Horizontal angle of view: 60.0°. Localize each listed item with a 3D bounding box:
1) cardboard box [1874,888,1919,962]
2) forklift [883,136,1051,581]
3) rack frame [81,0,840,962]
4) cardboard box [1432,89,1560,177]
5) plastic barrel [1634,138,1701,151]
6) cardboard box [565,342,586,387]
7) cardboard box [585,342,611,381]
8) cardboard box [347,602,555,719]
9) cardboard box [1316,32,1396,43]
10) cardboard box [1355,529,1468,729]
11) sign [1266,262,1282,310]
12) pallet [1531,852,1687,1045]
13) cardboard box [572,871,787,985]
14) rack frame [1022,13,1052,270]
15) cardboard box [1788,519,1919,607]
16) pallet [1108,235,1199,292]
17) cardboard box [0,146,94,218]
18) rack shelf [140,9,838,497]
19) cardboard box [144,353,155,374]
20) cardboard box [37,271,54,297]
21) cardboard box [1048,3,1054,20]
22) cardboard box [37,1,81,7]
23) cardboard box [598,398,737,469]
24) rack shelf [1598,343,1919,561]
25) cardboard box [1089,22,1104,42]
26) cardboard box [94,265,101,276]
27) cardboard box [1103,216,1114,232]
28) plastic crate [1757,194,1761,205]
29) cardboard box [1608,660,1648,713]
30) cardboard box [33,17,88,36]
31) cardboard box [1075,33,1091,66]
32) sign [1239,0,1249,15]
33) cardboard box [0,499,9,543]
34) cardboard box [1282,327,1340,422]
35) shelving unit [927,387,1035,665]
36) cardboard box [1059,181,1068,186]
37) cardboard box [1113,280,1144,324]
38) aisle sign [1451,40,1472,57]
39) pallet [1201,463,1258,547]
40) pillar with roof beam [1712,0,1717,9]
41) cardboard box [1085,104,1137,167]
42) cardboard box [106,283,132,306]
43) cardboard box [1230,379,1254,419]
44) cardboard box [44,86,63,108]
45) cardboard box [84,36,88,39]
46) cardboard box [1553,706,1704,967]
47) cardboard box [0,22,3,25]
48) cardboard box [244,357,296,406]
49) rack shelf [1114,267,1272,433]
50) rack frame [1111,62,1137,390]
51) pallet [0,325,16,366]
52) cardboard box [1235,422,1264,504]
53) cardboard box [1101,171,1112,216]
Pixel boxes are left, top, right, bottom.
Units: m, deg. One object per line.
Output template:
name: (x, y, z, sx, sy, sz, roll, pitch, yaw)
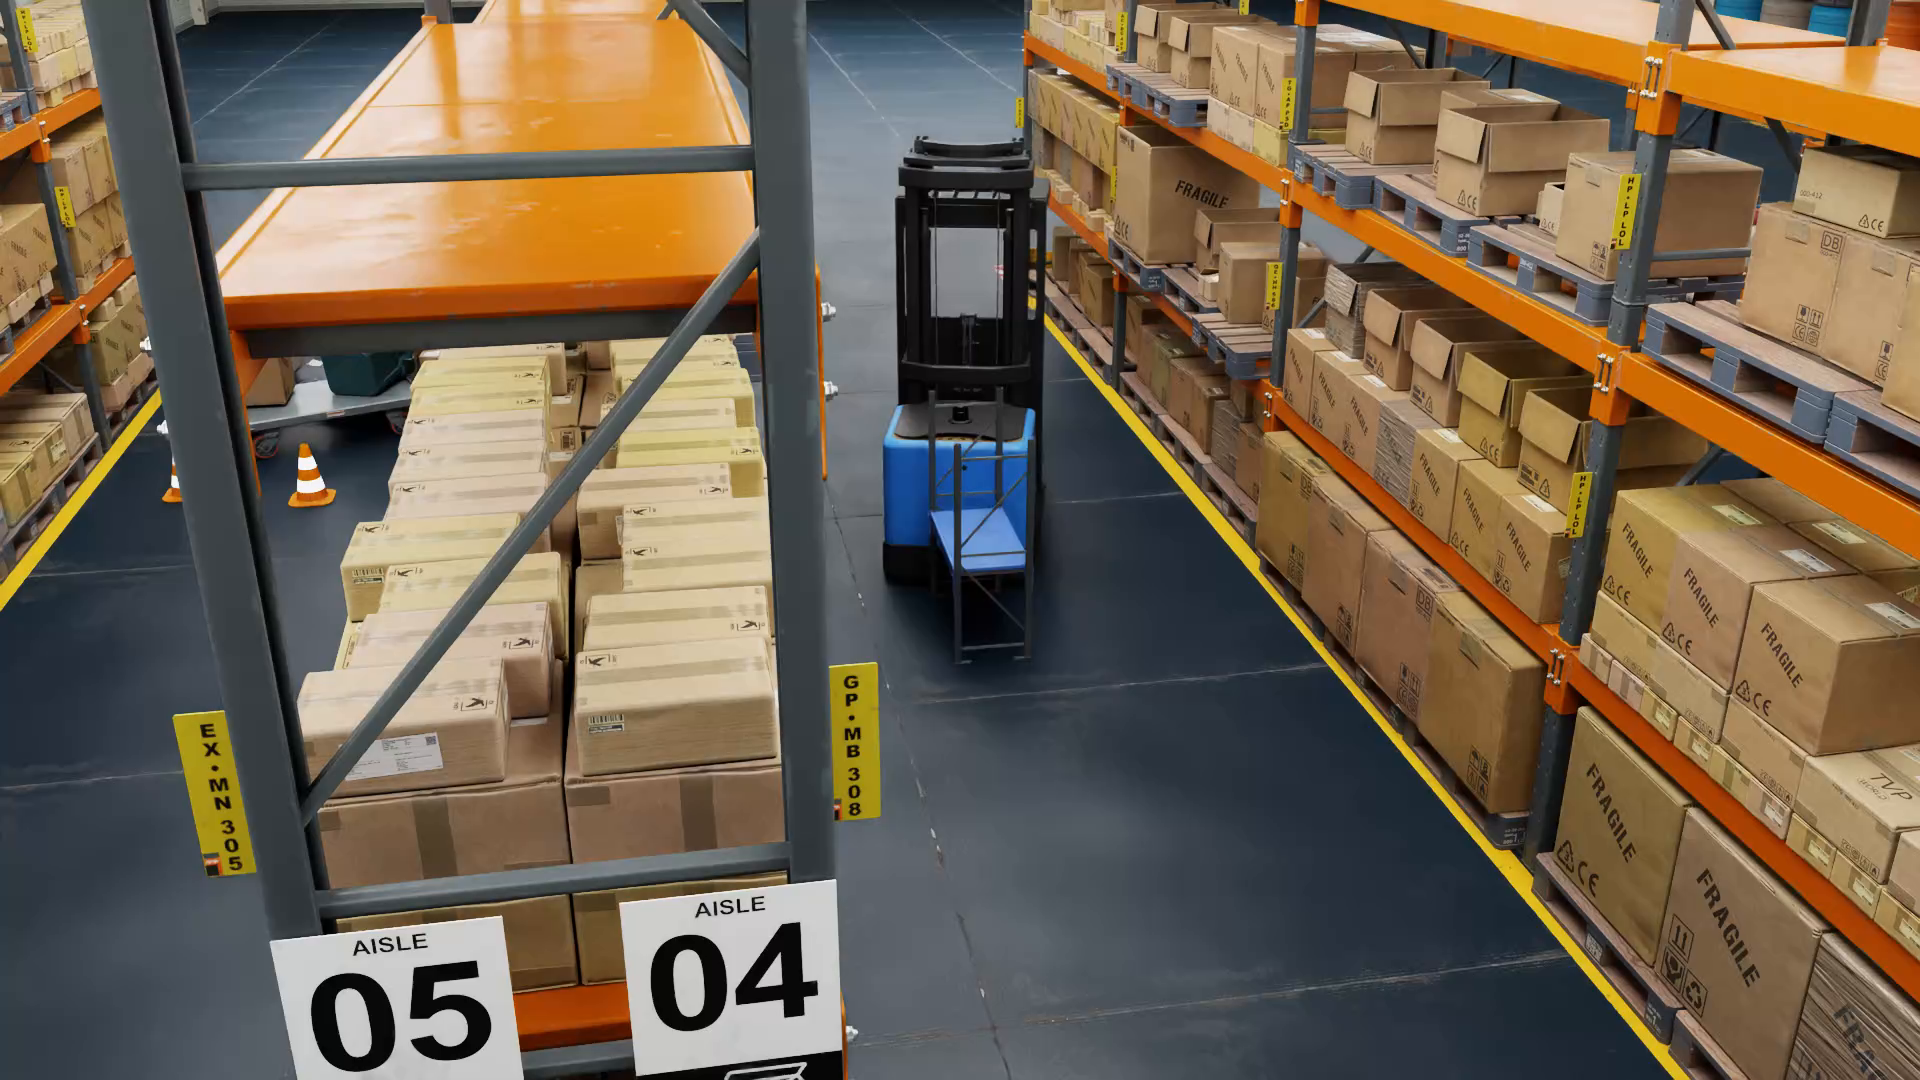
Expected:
cardboard box: (3.534, 1.357, 5.951, 0.380, 0.149, 0.250, -4, 24, -10)
forklift: (0.102, -1.610, 12.516, 1.130, 2.935, 3.031, 2, 24, 5)
rack frame: (-0.731, -0.560, 2.532, 1.000, 3.000, 0.127, -4, 24, -10)
cardboard box: (3.113, -2.331, 9.683, 0.500, 0.500, 0.500, -3, 24, -7)
plastic barrel: (6.585, -3.281, 15.630, 0.600, 0.901, 0.708, -4, 24, -10)
cardboard box: (-1.530, -0.516, 5.741, 0.500, 0.250, 0.500, -4, 24, -10)
cardboard box: (-1.050, -0.551, 5.822, 0.500, 0.250, 0.500, -5, 24, -12)
cardboard box: (-1.051, 0.259, 3.468, 0.380, 0.149, 0.250, -4, 24, -9)
cardboard box: (2.759, -3.338, 11.891, 0.500, 0.500, 0.500, -4, 24, -9)
cardboard box: (3.119, 0.468, 9.804, 1.225, 0.875, 0.875, -5, 24, -12)
sign: (2.151, -1.736, 11.371, 0.100, 0.325, 0.005, -4, 24, -10)
pallet: (3.486, 1.871, 7.945, 1.003, 0.211, 1.213, -4, 24, -10)
cardboard box: (-0.563, 0.687, 3.610, 0.500, 0.250, 0.500, -3, 24, -8)
rack frame: (1.204, -4.432, 18.892, 1.000, 3.000, 0.127, -4, 24, -10)
cardboard box: (3.859, 0.235, 7.085, 0.500, 0.500, 0.500, -4, 24, -9)
pallet: (1.942, -2.459, 14.615, 1.003, 0.211, 1.213, -4, 24, -10)
cardboard box: (-7.664, -2.955, 13.764, 0.700, 0.500, 0.500, -5, 24, -10)
rack shelf: (-1.101, -1.016, 4.478, 1.077, 0.370, 4.000, -4, 24, -10)
cardboard box: (-7.850, -1.727, 15.610, 0.500, 0.250, 0.500, -5, 24, -10)
cardboard box: (-7.429, -2.021, 13.160, 0.380, 0.149, 0.250, -4, 24, -9)
cardboard box: (1.128, -5.483, 17.241, 0.380, 0.149, 0.250, -3, 24, -8)
cardboard box: (-8.608, -5.071, 15.924, 0.380, 0.149, 0.250, -4, 24, -10)
cardboard box: (-0.825, -0.286, 4.717, 0.380, 0.149, 0.250, -4, 24, -8)
rack shelf: (3.792, 0.030, 5.828, 1.077, 0.370, 4.000, -4, 24, -10)
cardboard box: (1.432, -4.764, 15.595, 0.380, 0.149, 0.250, -5, 24, -11)
cardboard box: (-7.716, -2.355, 14.452, 0.380, 0.149, 0.250, -4, 24, -10)
cardboard box: (1.591, -3.008, 15.946, 0.380, 0.149, 0.250, -4, 24, -10)
plastic crate: (7.201, -3.087, 15.732, 0.402, 0.464, 0.583, -4, 24, -10)
cardboard box: (3.199, 0.648, 7.576, 0.380, 0.149, 0.250, -5, 24, -12)
cardboard box: (-7.902, -4.503, 14.626, 0.380, 0.149, 0.250, -4, 24, -9)
cardboard box: (1.417, -4.731, 16.016, 0.500, 0.250, 0.500, -4, 24, -10)
sign: (2.488, -4.693, 14.605, 0.100, 0.325, 0.005, -4, 24, -10)
cardboard box: (-7.295, -0.053, 11.624, 0.950, 0.372, 0.625, -5, 24, -11)
cardboard box: (2.505, -1.120, 11.184, 0.500, 0.500, 0.500, -4, 24, -8)
shelving unit: (0.125, -0.110, 10.869, 0.538, 1.500, 1.048, -4, 24, -9)
cardboard box: (1.260, -3.696, 17.521, 0.380, 0.149, 0.250, -4, 24, -10)
cardboard box: (1.795, -2.291, 16.588, 0.500, 0.500, 0.500, 3, 24, 7)
aisle sign: (5.770, -5.996, 19.227, 0.394, 0.787, 0.004, -4, 24, -10)
pallet: (2.540, -0.315, 12.950, 1.003, 0.211, 1.213, -4, 24, -10)
pillar with roof beam: (10.337, -12.471, 29.804, 9.100, 9.000, 0.400, -4, 24, -10)
cardboard box: (1.496, -3.852, 15.819, 0.500, 0.500, 0.500, -4, 24, -10)
cardboard box: (-7.701, -2.206, 14.959, 0.380, 0.149, 0.250, -3, 24, -8)
cardboard box: (2.422, -1.154, 13.024, 0.500, 0.250, 0.500, -2, 24, -4)
cardboard box: (-7.603, -3.633, 13.629, 0.380, 0.149, 0.250, -4, 24, -10)
cardboard box: (-7.888, -4.359, 14.794, 0.500, 0.250, 0.500, -4, 24, -9)
cardboard box: (3.466, 1.335, 7.818, 0.875, 0.875, 0.875, -4, 24, -10)
cardboard box: (-8.375, -4.364, 14.307, 0.380, 0.149, 0.250, -4, 24, -9)
cardboard box: (-6.052, -1.470, 14.288, 0.500, 0.500, 0.500, -4, 24, -10)
rack shelf: (2.313, -1.742, 13.633, 1.077, 0.370, 4.000, -4, 24, -10)
rack frame: (1.943, -2.859, 15.290, 1.000, 3.000, 0.127, -4, 24, -10)
pallet: (-7.462, -1.240, 11.822, 1.003, 0.211, 1.213, -4, 24, -10)
cardboard box: (2.539, -0.603, 12.700, 0.700, 0.500, 0.500, -6, 24, -13)
cardboard box: (1.863, -3.422, 16.082, 0.875, 0.500, 0.500, -4, 24, -10)
